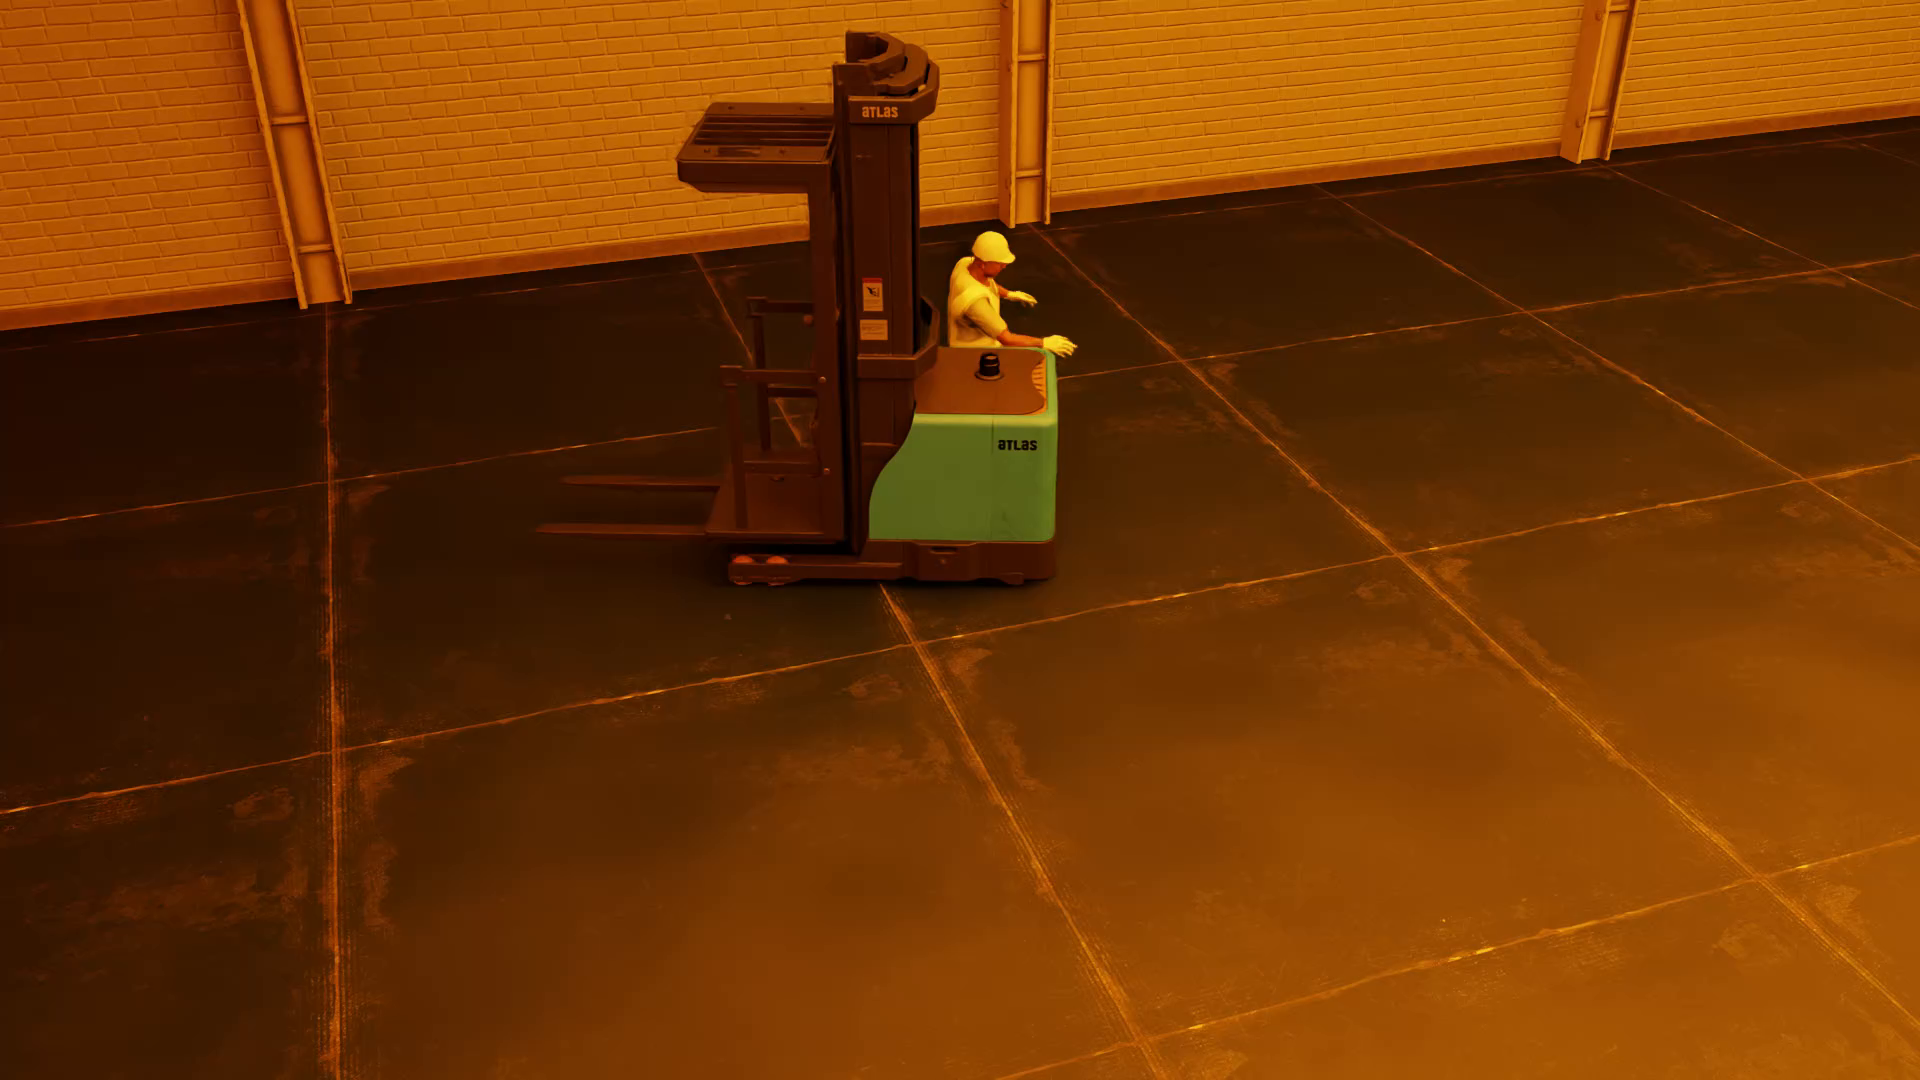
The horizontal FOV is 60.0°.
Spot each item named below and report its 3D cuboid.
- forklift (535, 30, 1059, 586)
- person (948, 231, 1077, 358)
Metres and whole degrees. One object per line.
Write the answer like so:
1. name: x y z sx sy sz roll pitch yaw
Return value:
1. forklift: -0.949 -1.269 9.293 3.031 2.935 1.130 1 30 2
2. person: 0.323 -1.236 10.594 0.796 1.576 0.921 -1 30 -1
